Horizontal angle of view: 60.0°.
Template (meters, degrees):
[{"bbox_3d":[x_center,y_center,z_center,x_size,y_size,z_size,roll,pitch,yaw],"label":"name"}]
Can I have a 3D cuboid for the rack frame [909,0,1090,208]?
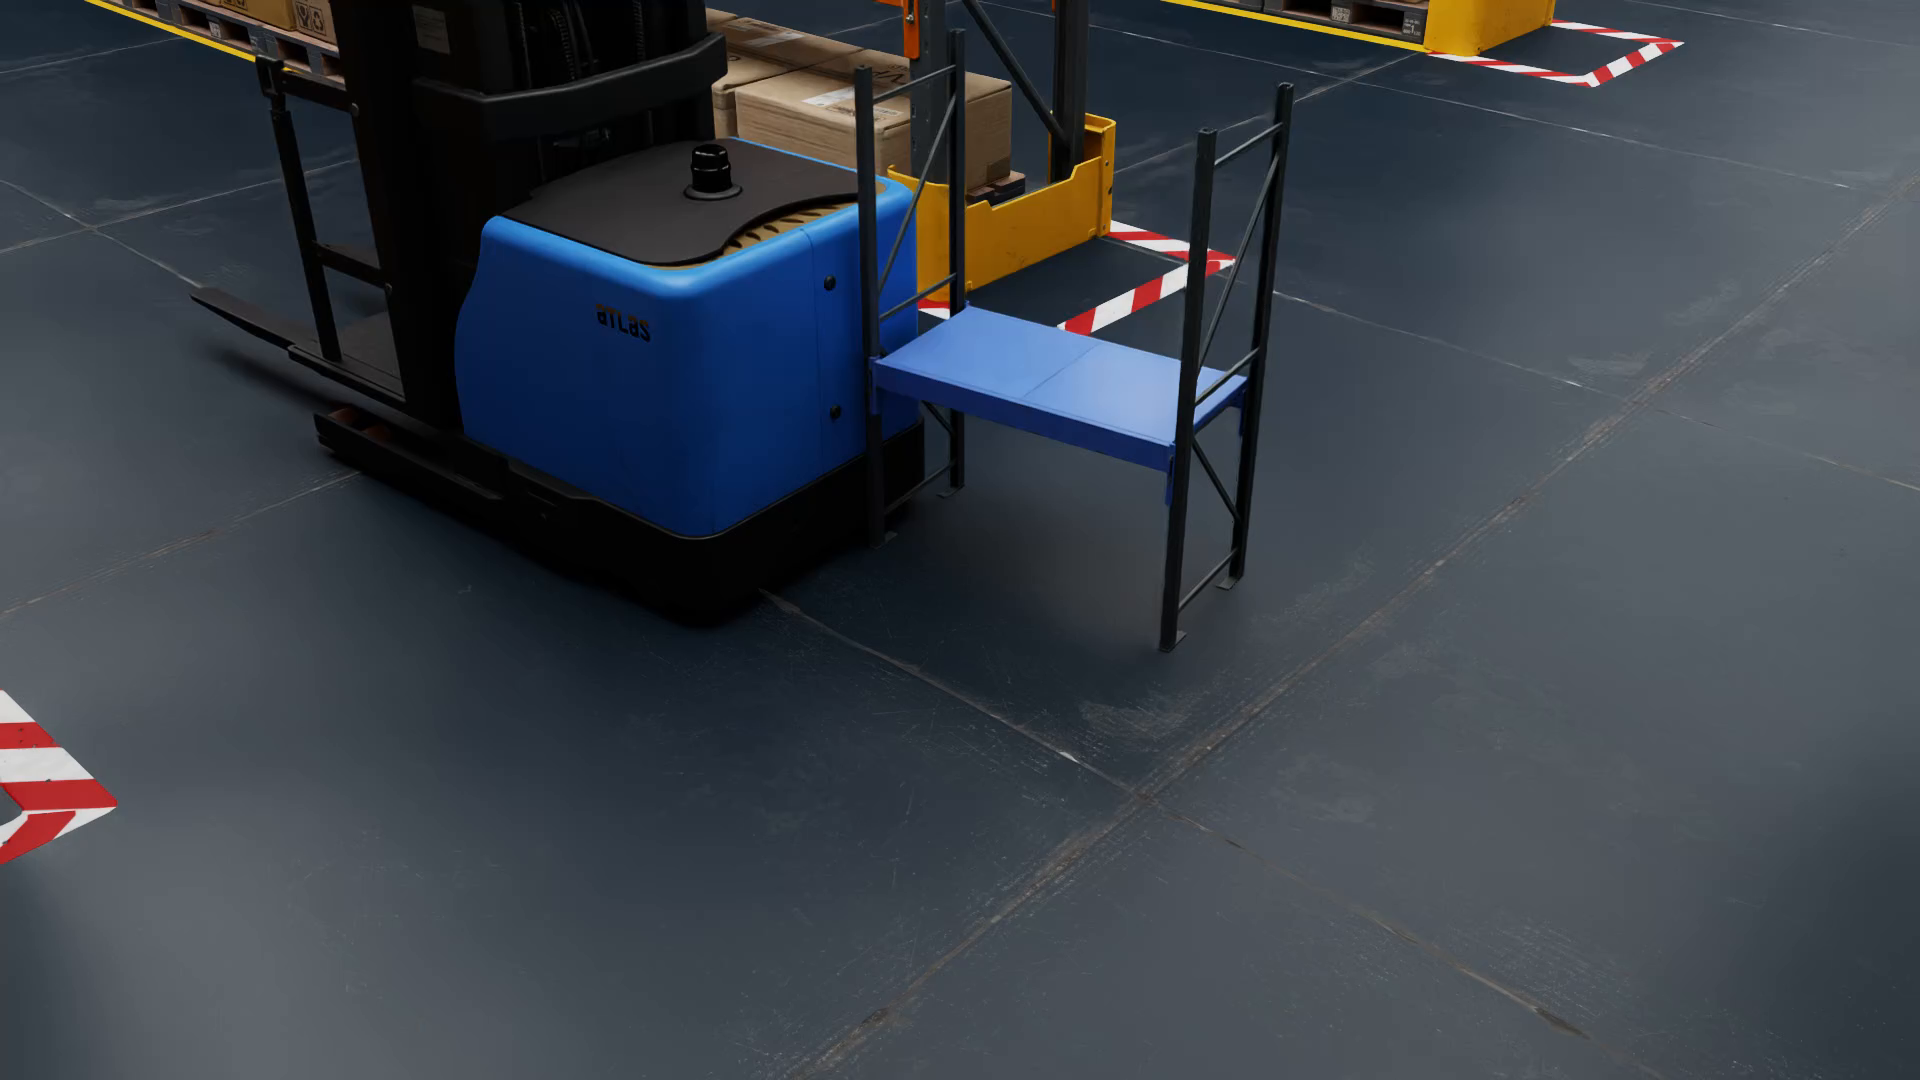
[{"bbox_3d":[0.178,-2.546,6.571,0.127,3.000,1.000,25,39,35],"label":"rack frame"}]

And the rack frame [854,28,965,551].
[{"bbox_3d":[-0.134,-0.721,4.993,0.032,1.500,0.500,19,36,28],"label":"rack frame"}]

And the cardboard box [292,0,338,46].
[{"bbox_3d":[-3.301,-3.384,9.616,0.875,0.875,0.875,26,40,36],"label":"cardboard box"}]

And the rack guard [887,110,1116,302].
[{"bbox_3d":[0.196,-1.467,7.202,0.348,0.500,1.175,25,39,35],"label":"rack guard"}]

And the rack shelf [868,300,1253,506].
[{"bbox_3d":[0.291,-0.423,4.847,1.000,0.185,0.538,19,36,28],"label":"rack shelf"}]

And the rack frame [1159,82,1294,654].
[{"bbox_3d":[0.716,-0.433,4.514,0.032,1.500,0.500,19,36,28],"label":"rack frame"}]

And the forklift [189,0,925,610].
[{"bbox_3d":[-1.581,-1.667,5.178,3.031,2.935,1.130,22,38,32],"label":"forklift"}]

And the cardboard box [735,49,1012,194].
[{"bbox_3d":[-0.379,-1.819,7.440,0.875,0.438,0.875,24,38,34],"label":"cardboard box"}]

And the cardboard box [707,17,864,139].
[{"bbox_3d":[-1.063,-2.132,7.960,0.875,0.438,0.875,26,40,36],"label":"cardboard box"}]

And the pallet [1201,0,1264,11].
[{"bbox_3d":[1.889,-4.023,11.727,1.213,0.211,1.003,25,39,35],"label":"pallet"}]

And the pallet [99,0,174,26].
[{"bbox_3d":[-5.220,-3.819,11.388,1.213,0.211,1.003,25,39,35],"label":"pallet"}]

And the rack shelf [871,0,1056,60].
[{"bbox_3d":[-1.305,-2.930,7.906,4.000,0.370,1.077,25,39,35],"label":"rack shelf"}]

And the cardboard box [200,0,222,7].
[{"bbox_3d":[-4.639,-4.003,10.645,0.875,0.875,0.875,26,39,36],"label":"cardboard box"}]

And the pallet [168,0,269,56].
[{"bbox_3d":[-4.319,-3.396,10.687,1.213,0.211,1.003,25,39,35],"label":"pallet"}]

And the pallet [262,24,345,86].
[{"bbox_3d":[-3.411,-2.974,9.986,1.213,0.211,1.003,25,39,35],"label":"pallet"}]

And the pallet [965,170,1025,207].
[{"bbox_3d":[-0.468,-1.598,7.700,1.213,0.211,1.003,25,39,35],"label":"pallet"}]

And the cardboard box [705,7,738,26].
[{"bbox_3d":[-1.730,-2.445,8.480,0.875,0.438,0.875,24,38,34],"label":"cardboard box"}]

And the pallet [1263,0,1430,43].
[{"bbox_3d":[2.789,-3.600,11.026,1.213,0.211,1.003,25,39,35],"label":"pallet"}]

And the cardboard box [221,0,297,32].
[{"bbox_3d":[-3.976,-3.694,10.130,0.875,0.875,0.875,26,40,36],"label":"cardboard box"}]

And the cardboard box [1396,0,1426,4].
[{"bbox_3d":[2.894,-3.535,10.571,0.250,0.149,0.380,26,40,36],"label":"cardboard box"}]

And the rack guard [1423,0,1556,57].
[{"bbox_3d":[3.368,-3.429,10.462,0.348,0.500,1.175,25,39,35],"label":"rack guard"}]

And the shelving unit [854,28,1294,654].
[{"bbox_3d":[0.291,-0.577,4.754,1.048,1.500,0.538,19,36,28],"label":"shelving unit"}]
